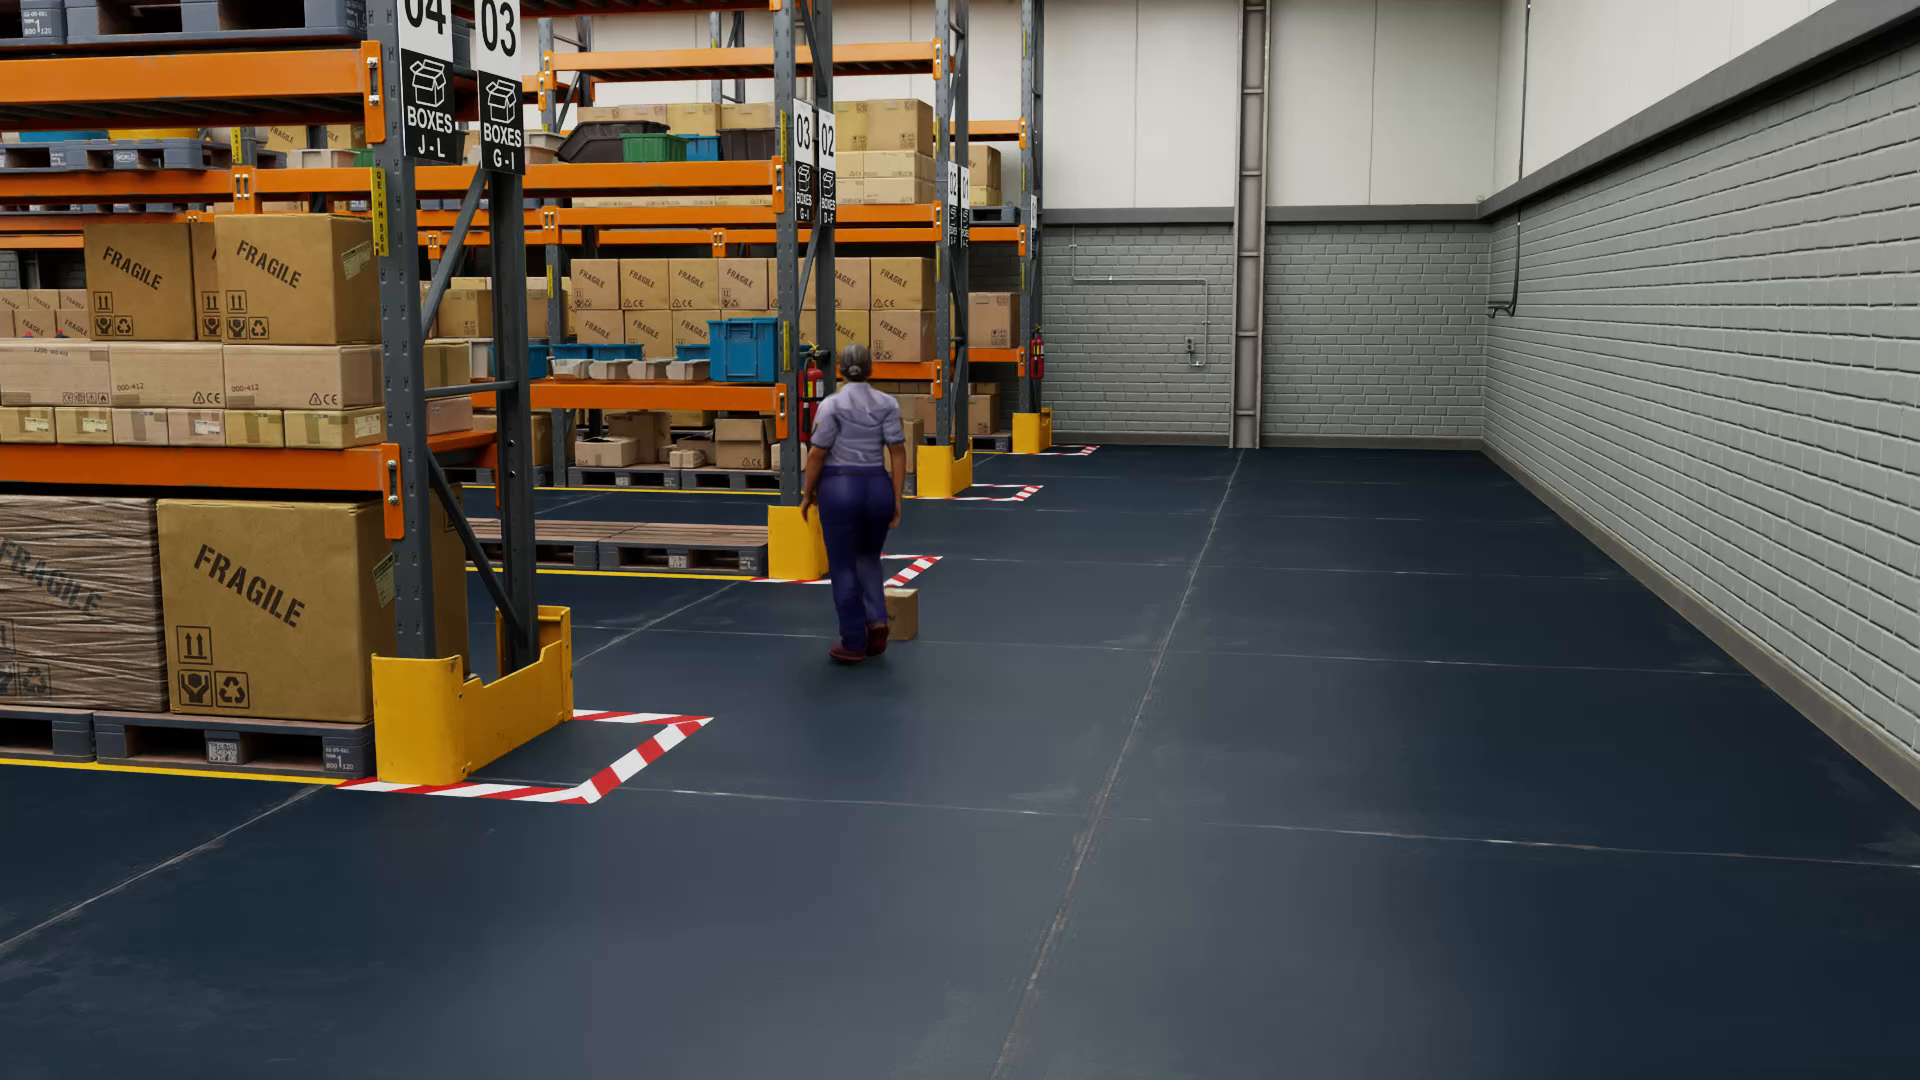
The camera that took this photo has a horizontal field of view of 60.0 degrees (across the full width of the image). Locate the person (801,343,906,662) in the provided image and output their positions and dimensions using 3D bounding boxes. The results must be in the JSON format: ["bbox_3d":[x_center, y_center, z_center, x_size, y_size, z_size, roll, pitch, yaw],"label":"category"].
[{"bbox_3d":[-0.567,-0.184,8.639,0.492,1.671,0.450,-5,9,-30],"label":"person"}]
